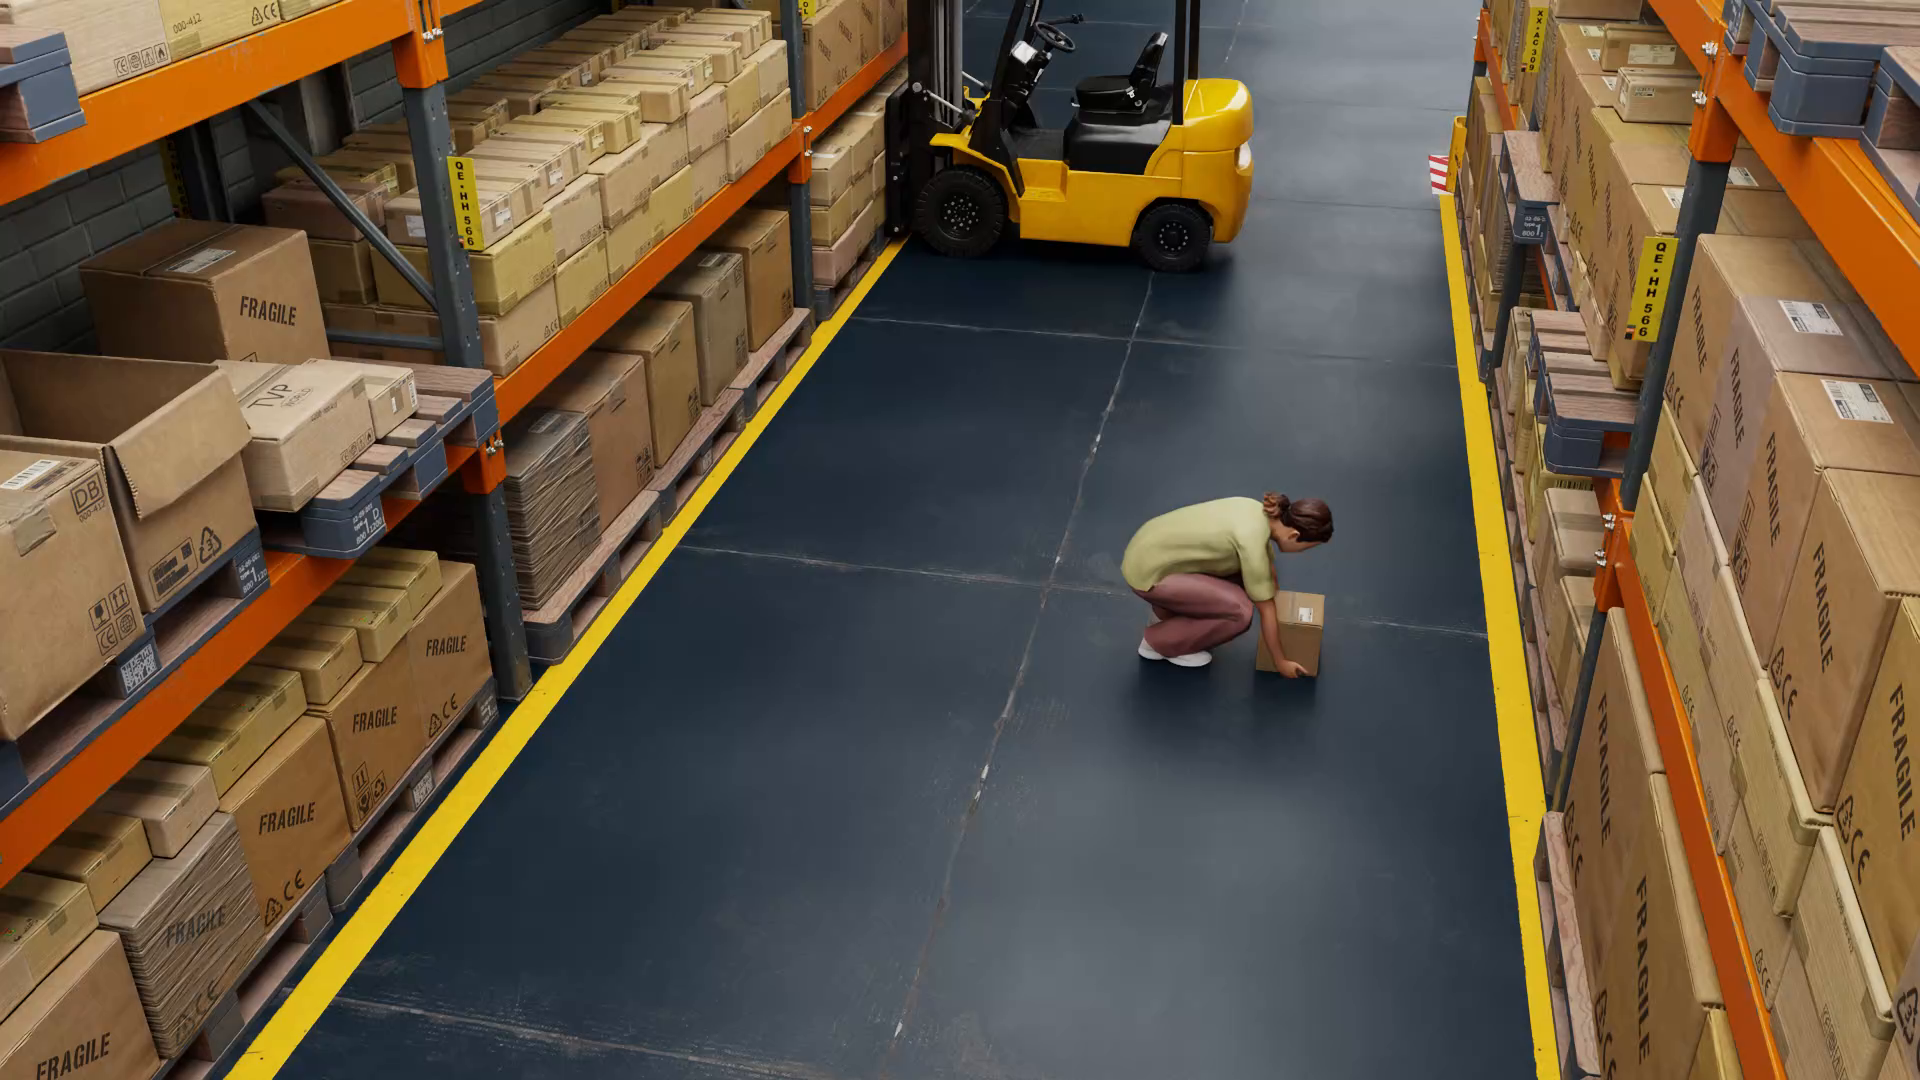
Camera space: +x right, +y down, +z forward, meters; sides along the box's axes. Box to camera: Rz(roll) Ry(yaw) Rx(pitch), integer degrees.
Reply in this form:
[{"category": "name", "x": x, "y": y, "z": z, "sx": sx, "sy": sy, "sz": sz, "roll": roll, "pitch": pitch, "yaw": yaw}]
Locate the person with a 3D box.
[{"category": "person", "x": 1.087, "y": 0.165, "z": 6.867, "sx": 0.836, "sy": 0.816, "sz": 0.471, "roll": 6, "pitch": 29, "yaw": 10}]
